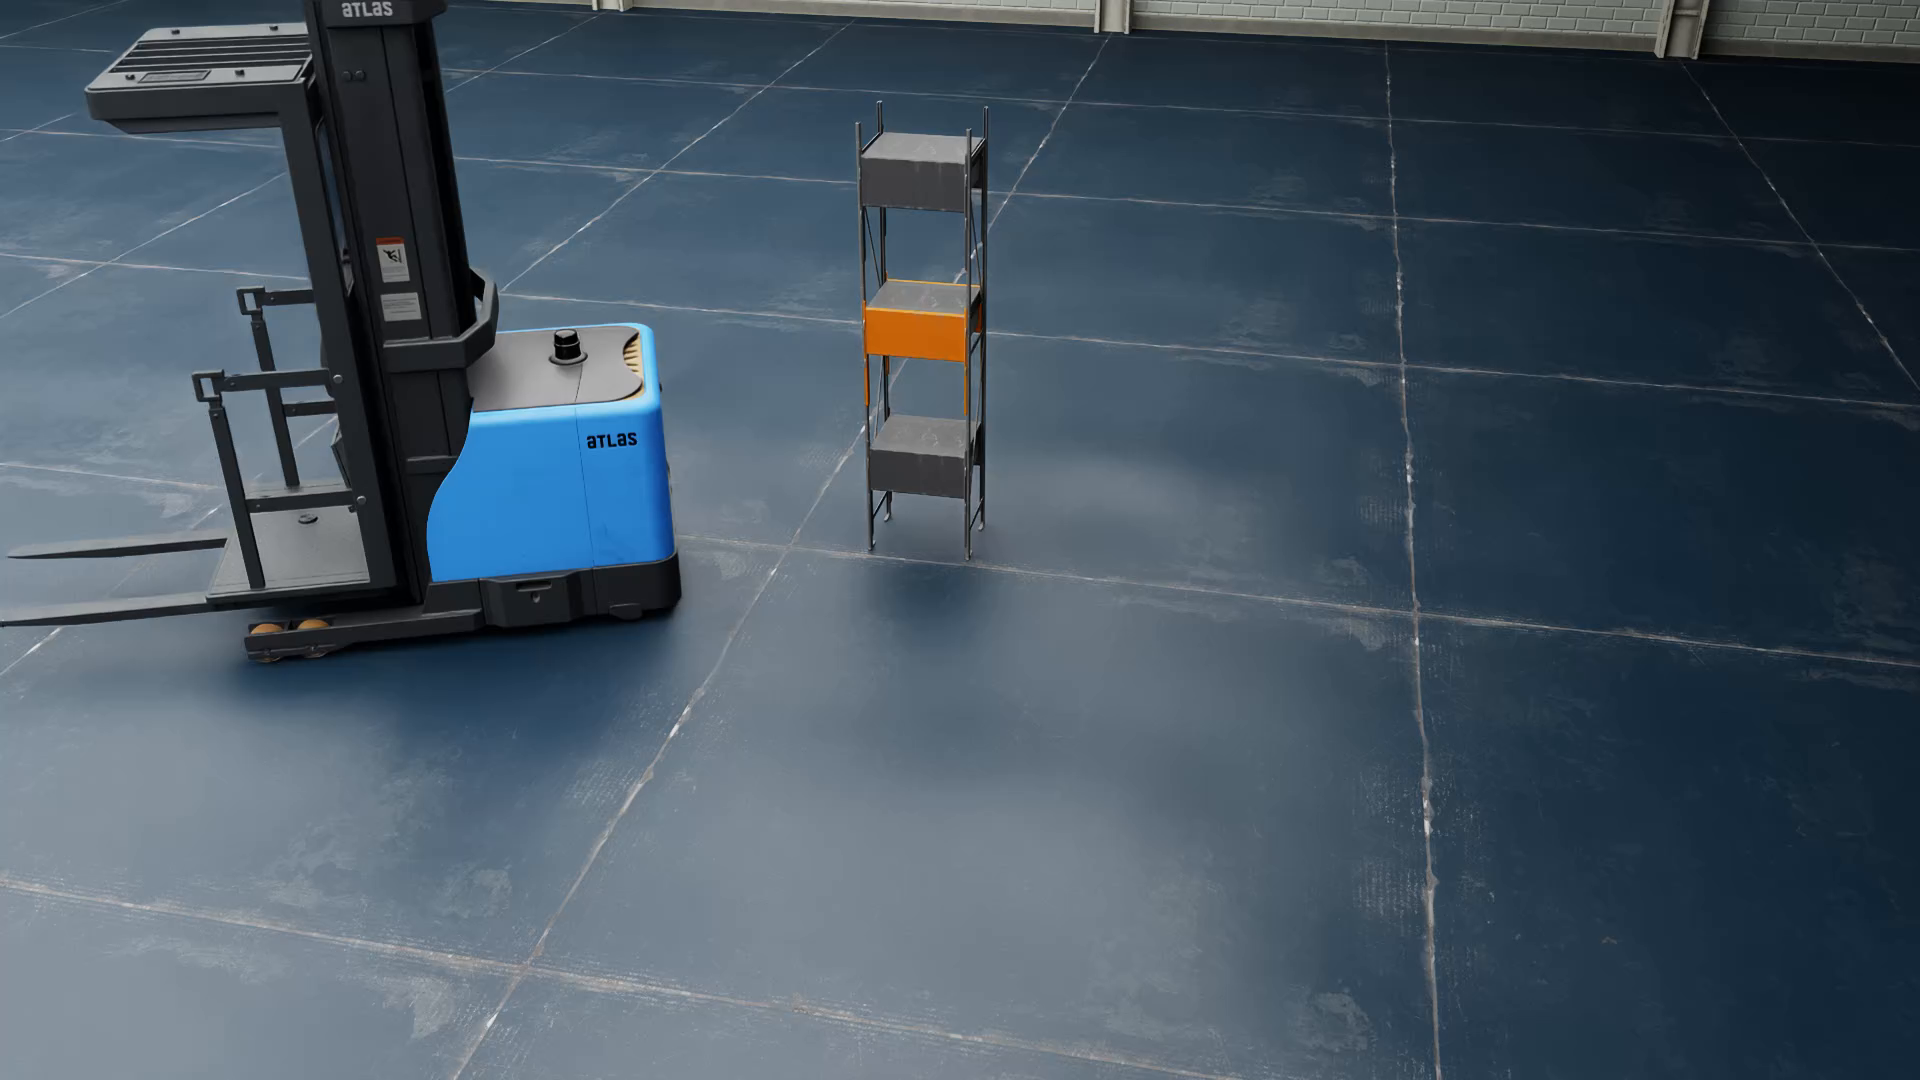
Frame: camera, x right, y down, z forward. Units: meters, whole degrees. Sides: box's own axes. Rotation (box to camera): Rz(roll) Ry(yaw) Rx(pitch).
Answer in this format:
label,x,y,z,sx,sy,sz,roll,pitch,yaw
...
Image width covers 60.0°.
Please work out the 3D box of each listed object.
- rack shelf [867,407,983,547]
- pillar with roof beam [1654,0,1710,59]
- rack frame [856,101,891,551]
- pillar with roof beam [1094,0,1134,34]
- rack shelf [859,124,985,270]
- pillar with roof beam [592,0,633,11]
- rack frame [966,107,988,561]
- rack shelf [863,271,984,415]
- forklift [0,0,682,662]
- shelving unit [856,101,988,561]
label,x,y,z,sx,sy,sz,roll,pitch,yaw
rack shelf,-0.162,-0.312,8.119,0.480,0.518,0.431,6,29,11
pillar with roof beam,6.698,-7.072,11.798,0.400,9.000,9.100,6,29,11
rack frame,-0.401,-0.962,7.821,0.015,2.100,0.400,6,29,11
pillar with roof beam,0.830,-7.674,12.897,0.400,9.000,9.100,6,29,11
rack shelf,-0.162,-1.540,7.447,0.480,0.518,0.431,6,29,11
pillar with roof beam,-5.038,-8.276,13.996,0.400,9.000,9.100,6,29,11
rack frame,0.077,-0.913,7.731,0.015,2.100,0.400,6,29,11
rack shelf,-0.162,-0.926,7.783,0.480,0.518,0.431,6,29,11
forklift,-2.847,-1.027,7.074,3.031,2.935,1.130,-5,29,-10
shelving unit,-0.162,-0.938,7.776,0.503,2.100,0.431,6,29,11
